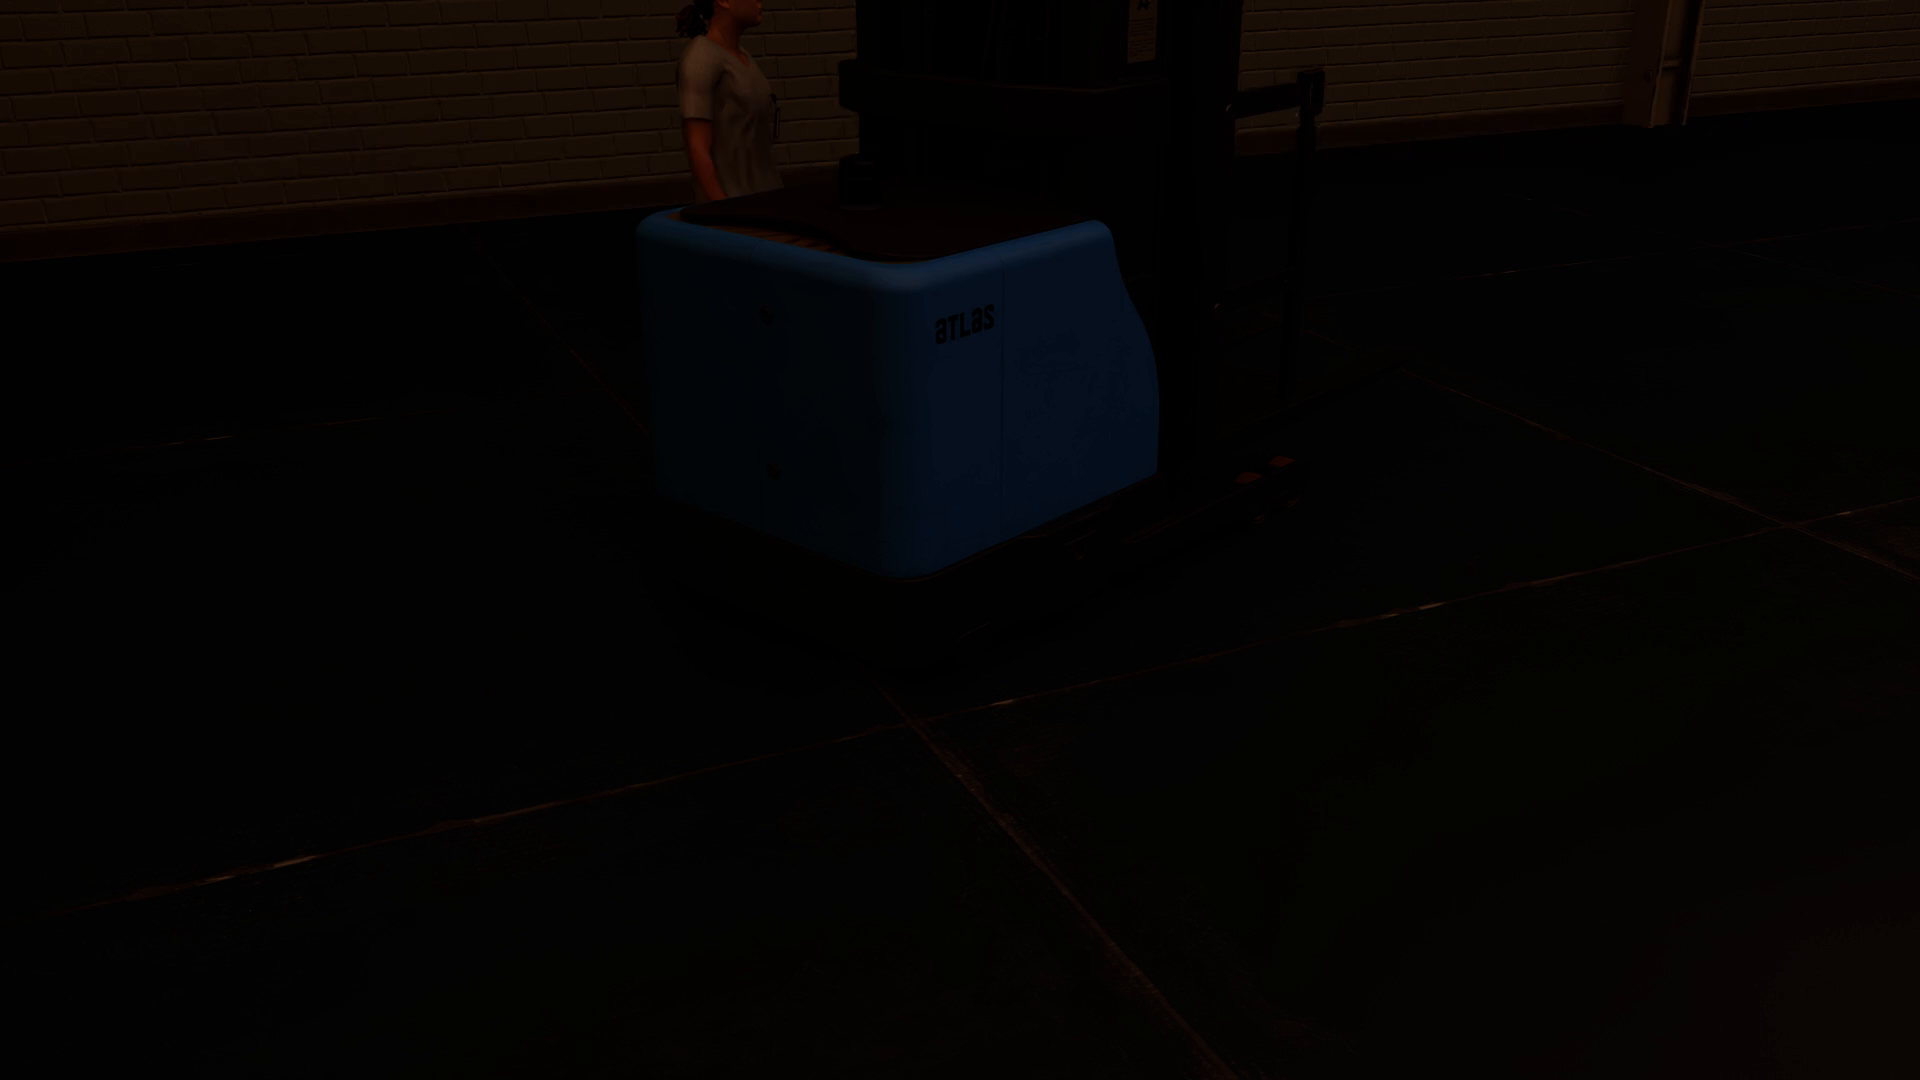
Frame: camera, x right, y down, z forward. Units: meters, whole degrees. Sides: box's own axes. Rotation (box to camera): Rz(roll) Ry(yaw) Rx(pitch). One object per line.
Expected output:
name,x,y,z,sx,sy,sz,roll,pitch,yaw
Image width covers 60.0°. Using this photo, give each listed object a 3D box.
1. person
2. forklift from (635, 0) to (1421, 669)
person,-0.643,-1.019,5.380,0.522,1.669,0.545,4,23,10
forklift,0.482,-1.516,4.936,1.130,2.935,3.031,19,29,38
